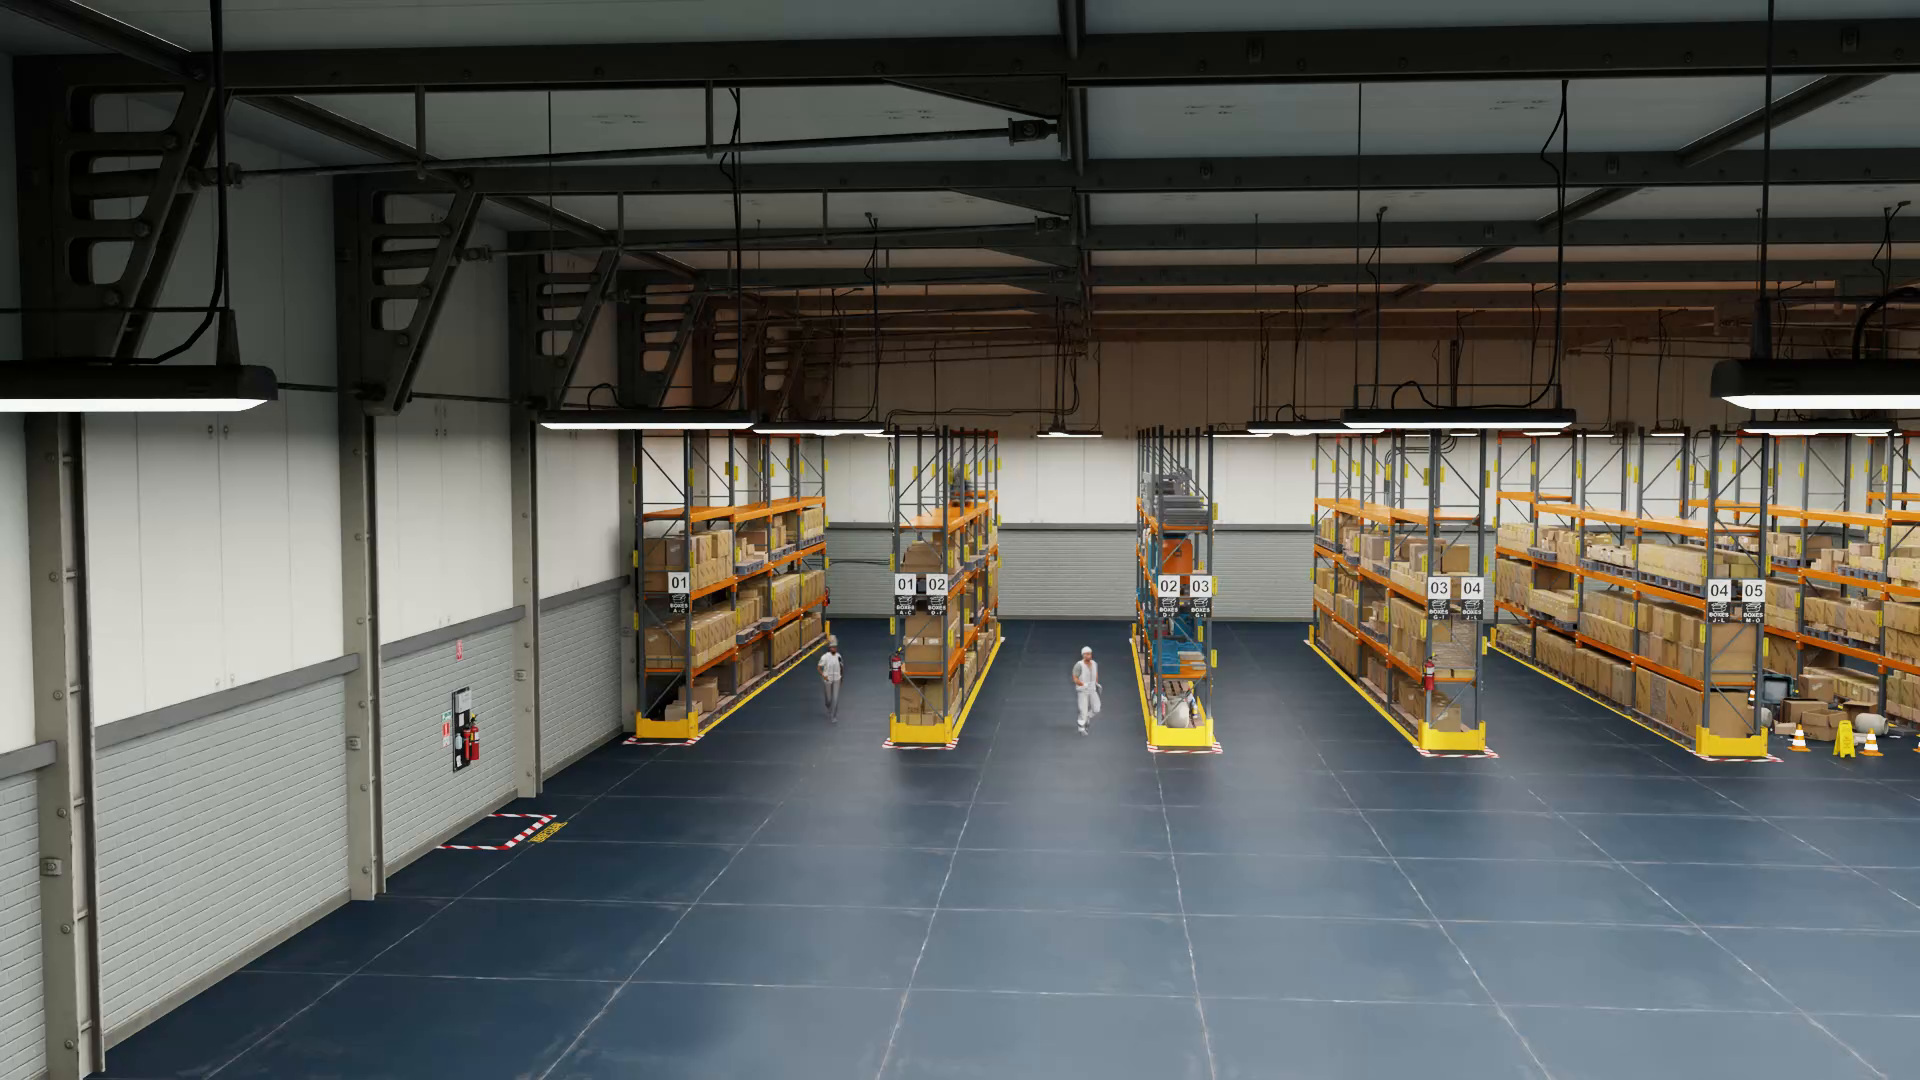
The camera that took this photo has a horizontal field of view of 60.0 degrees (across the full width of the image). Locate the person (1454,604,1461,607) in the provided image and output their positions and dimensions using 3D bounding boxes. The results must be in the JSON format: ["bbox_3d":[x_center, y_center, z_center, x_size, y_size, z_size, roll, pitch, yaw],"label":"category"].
[{"bbox_3d":[13.571,2.151,45.503,0.651,1.693,0.607,1,4,22],"label":"person"}]

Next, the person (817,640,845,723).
[{"bbox_3d":[-2.618,2.864,33.886,0.576,1.682,0.601,-1,4,-19],"label":"person"}]

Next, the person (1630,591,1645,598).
[{"bbox_3d":[19.963,1.982,48.885,0.851,1.650,0.596,-1,3,-9],"label":"person"}]

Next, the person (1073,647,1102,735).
[{"bbox_3d":[2.486,2.920,32.066,0.661,1.735,0.642,-2,4,-27],"label":"person"}]
